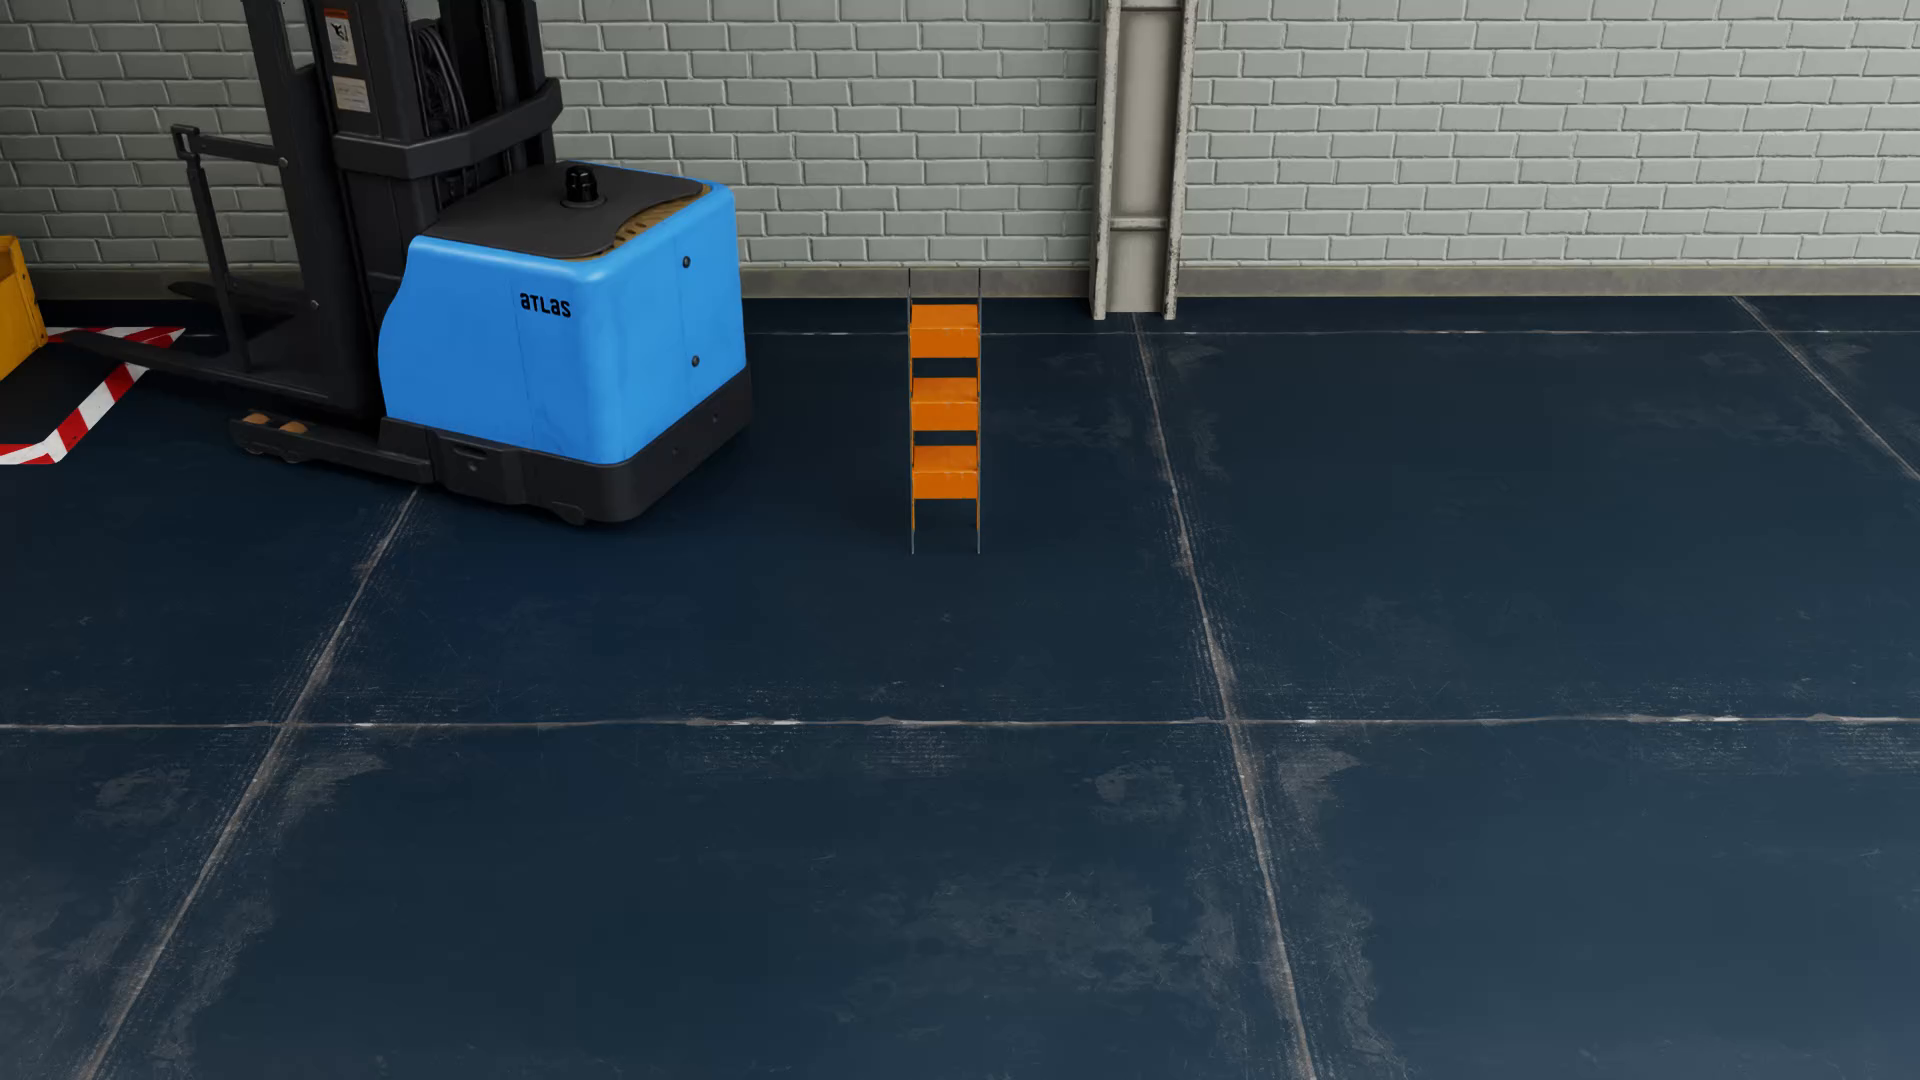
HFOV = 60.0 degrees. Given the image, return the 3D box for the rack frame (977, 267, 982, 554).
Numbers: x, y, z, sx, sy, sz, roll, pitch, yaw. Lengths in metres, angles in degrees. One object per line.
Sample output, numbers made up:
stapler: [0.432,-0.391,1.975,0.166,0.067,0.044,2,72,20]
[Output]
rack frame: [0.068,-0.449,5.978,0.008,1.050,0.200,0,31,0]

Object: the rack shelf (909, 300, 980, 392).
rack shelf: [-0.054,-0.682,5.836,0.240,0.259,0.215,0,31,0]

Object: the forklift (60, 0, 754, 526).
forklift: [-2.428,-1.800,6.392,3.031,2.935,1.130,13,33,20]

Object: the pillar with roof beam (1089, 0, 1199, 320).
pillar with roof beam: [0.863,-2.755,2.116,0.400,9.000,9.100,0,31,0]

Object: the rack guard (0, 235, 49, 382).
rack guard: [-4.437,-0.871,7.203,0.348,0.500,1.175,0,31,0]

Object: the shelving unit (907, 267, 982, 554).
shelving unit: [-0.054,-0.449,5.977,0.252,1.050,0.215,0,31,0]

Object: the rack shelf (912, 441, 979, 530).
rack shelf: [-0.054,-0.202,6.127,0.240,0.259,0.215,0,31,0]

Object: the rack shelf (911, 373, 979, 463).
rack shelf: [-0.054,-0.440,5.983,0.240,0.259,0.215,0,31,0]

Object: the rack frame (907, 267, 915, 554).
rack frame: [-0.176,-0.448,5.977,0.008,1.050,0.200,0,31,0]
